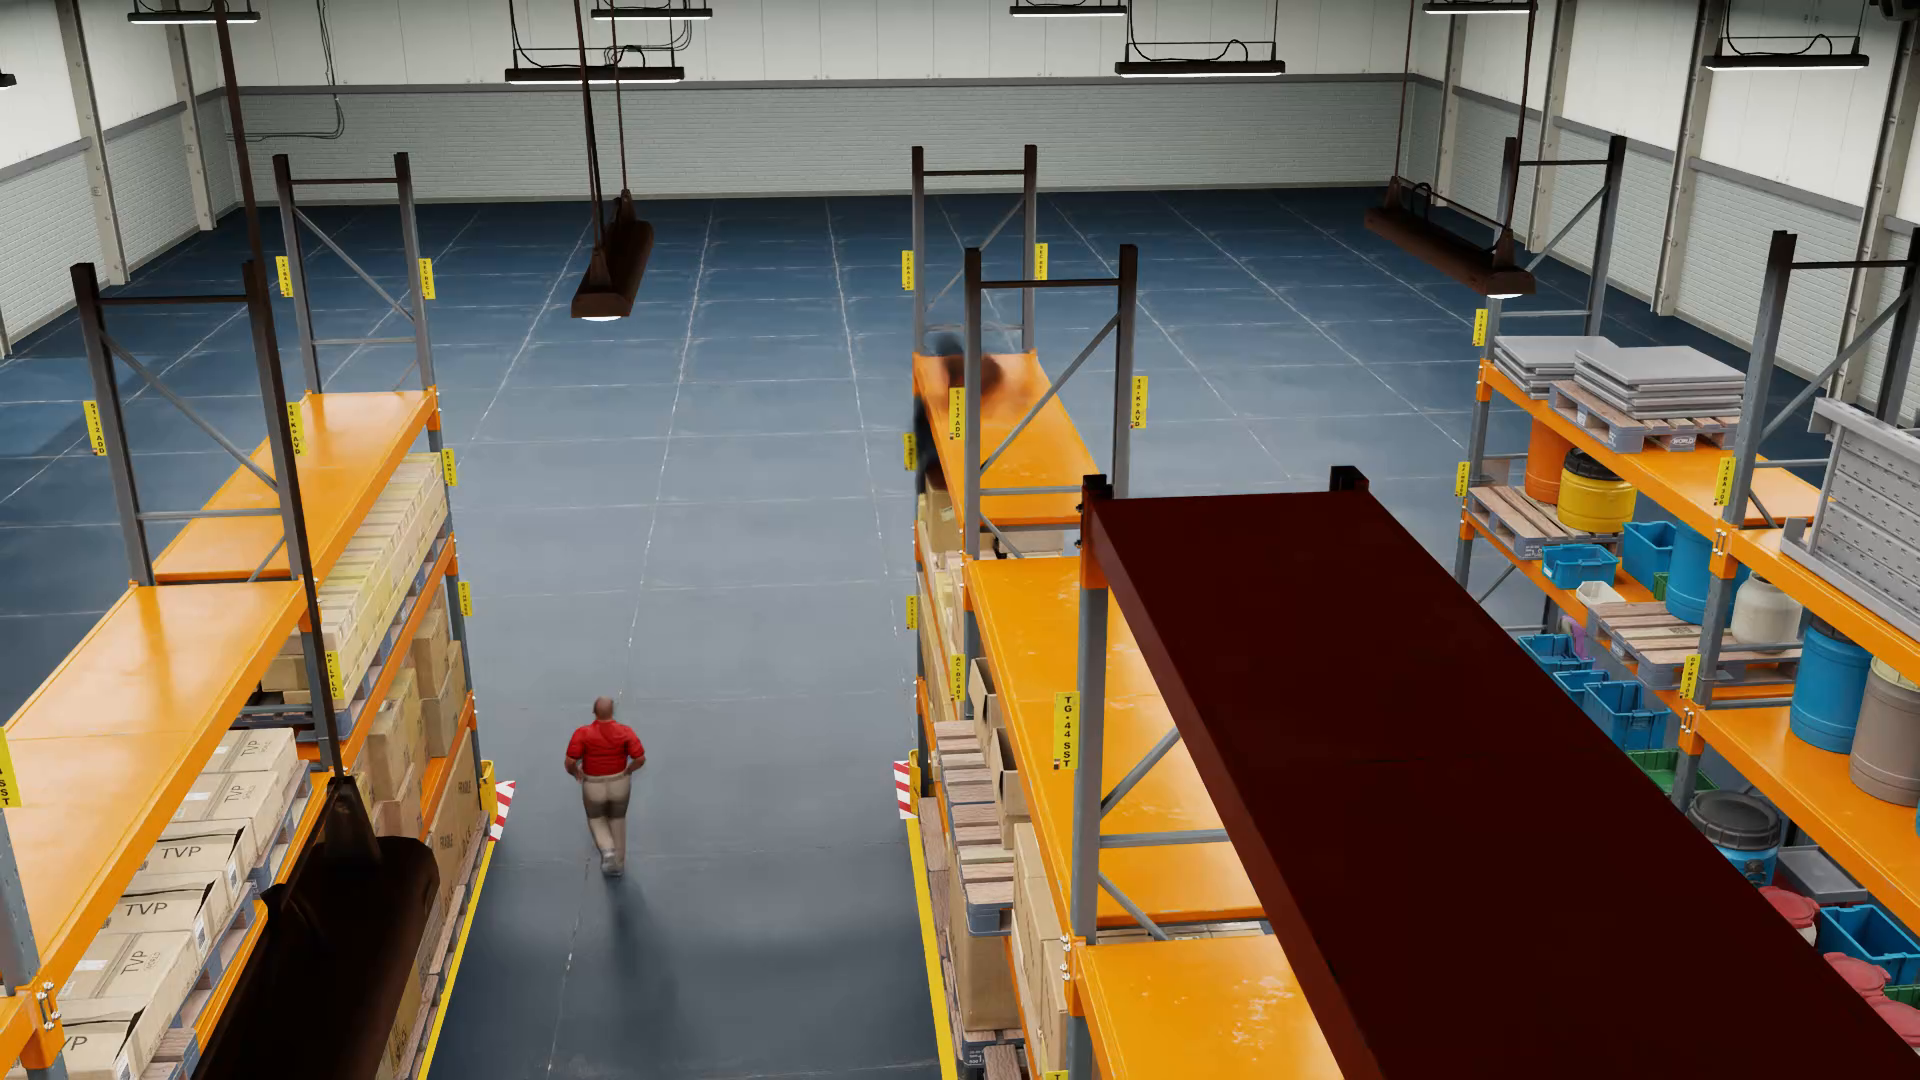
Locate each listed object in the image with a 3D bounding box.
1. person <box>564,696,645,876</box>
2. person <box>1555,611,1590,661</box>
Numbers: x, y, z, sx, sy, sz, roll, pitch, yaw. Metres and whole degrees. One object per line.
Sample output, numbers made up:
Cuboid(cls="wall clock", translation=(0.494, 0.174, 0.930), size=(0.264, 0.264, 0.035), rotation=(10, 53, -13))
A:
Cuboid(cls="person", translation=(-2.989, 2.127, 14.091), size=(0.661, 1.634, 0.542), rotation=(-5, 22, -13))
Cuboid(cls="person", translation=(5.997, 1.215, 16.498), size=(0.557, 1.551, 0.570), rotation=(-14, 25, -31))
